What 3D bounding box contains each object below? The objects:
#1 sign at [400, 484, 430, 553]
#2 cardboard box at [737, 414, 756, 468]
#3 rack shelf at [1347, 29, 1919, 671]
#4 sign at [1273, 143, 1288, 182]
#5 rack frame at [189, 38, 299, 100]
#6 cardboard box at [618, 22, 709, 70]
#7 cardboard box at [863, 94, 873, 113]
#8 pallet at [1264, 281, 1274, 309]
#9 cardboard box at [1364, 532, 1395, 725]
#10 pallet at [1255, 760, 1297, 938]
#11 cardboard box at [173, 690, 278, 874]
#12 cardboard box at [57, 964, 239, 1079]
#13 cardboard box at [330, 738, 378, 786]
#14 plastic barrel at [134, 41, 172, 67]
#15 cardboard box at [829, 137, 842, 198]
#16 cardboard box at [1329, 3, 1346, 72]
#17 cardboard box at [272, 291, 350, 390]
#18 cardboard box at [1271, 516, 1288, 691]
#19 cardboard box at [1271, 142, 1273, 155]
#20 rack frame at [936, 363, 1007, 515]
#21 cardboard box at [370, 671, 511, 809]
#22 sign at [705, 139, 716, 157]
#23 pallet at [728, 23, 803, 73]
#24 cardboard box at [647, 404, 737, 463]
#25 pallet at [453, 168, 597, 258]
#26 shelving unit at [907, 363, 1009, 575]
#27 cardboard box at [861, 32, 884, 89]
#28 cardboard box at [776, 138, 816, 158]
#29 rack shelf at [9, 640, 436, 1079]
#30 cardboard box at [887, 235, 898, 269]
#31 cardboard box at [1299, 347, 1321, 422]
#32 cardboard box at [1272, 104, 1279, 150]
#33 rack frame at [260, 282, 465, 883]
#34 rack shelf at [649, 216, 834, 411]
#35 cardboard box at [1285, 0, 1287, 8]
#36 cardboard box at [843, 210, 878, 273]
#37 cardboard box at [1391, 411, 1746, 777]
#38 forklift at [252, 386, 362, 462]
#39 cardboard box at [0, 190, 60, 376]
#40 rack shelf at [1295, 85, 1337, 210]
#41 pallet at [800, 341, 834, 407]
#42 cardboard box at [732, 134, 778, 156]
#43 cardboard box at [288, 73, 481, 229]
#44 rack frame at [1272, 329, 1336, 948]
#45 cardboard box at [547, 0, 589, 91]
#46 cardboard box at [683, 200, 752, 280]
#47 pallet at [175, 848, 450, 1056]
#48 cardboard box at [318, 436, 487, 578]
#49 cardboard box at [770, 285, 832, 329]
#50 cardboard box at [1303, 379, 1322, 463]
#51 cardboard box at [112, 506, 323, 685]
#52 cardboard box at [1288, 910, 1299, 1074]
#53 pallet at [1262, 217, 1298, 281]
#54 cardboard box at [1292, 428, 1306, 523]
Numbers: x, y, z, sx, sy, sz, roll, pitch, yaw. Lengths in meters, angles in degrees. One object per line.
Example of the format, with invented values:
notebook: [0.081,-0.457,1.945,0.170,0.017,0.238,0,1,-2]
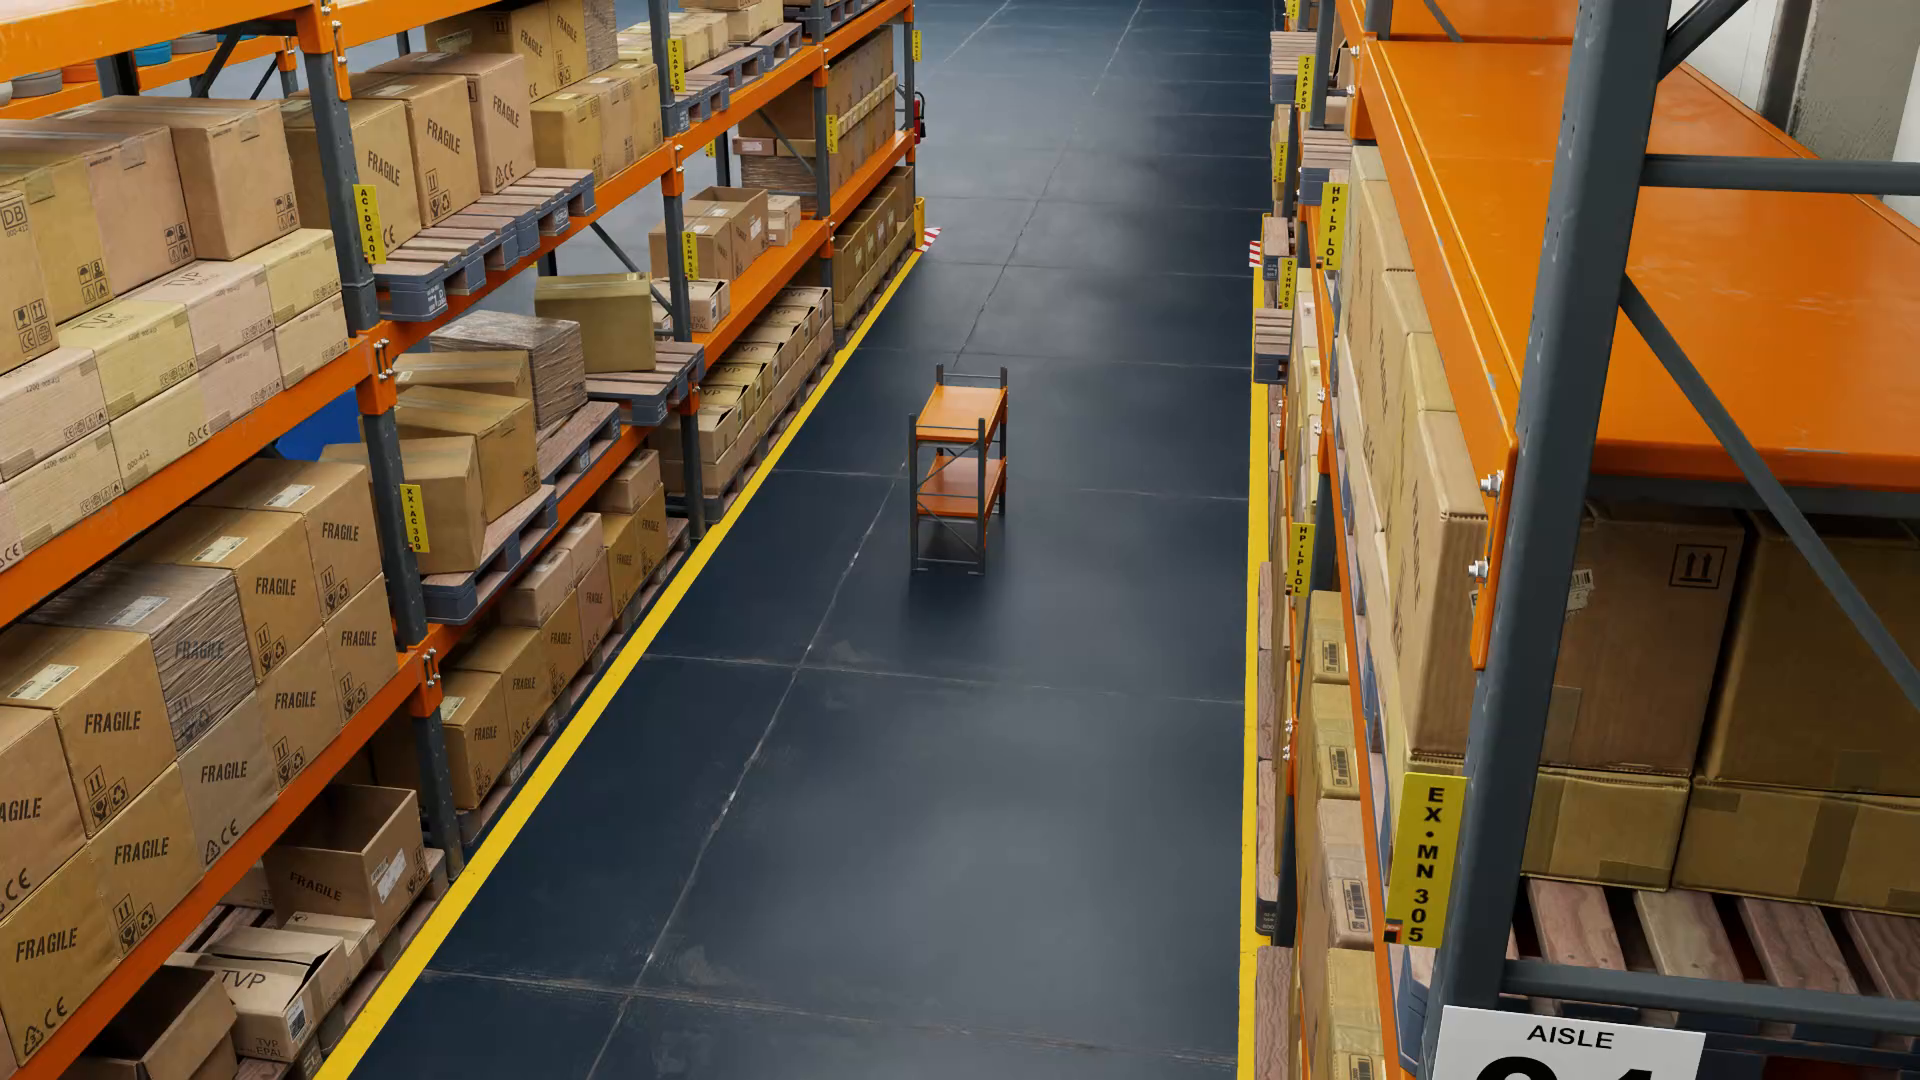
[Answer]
sign: [-2.427,-0.095,7.393,0.100,0.325,0.005,4,25,9]
cardboard box: [-1.854,-0.764,12.592,0.500,0.250,0.500,3,25,7]
rack shelf: [1.597,-0.769,4.099,1.077,0.370,4.000,4,25,9]
sign: [2.695,-3.168,13.958,0.100,0.325,0.005,4,25,9]
rack frame: [-6.543,-3.428,15.535,1.000,3.000,0.127,4,25,9]
cardboard box: [-2.119,-3.543,11.925,0.500,0.250,0.500,4,25,7]
cardboard box: [-1.087,-4.380,16.687,0.380,0.149,0.250,5,25,10]
pallet: [3.503,-2.274,16.358,1.003,0.211,1.213,4,25,9]
cardboard box: [1.212,0.209,3.791,0.500,0.250,0.500,3,25,7]
pallet: [1.975,1.540,8.212,1.003,0.211,1.213,4,25,9]
cardboard box: [-2.957,0.875,6.224,0.500,0.500,0.500,5,25,10]
cardboard box: [-3.266,1.980,6.407,0.797,0.503,0.637,4,25,9]
cardboard box: [-3.166,0.969,8.570,0.500,0.500,0.500,4,25,8]
plastic barrel: [-6.625,-4.239,13.137,0.600,0.901,0.708,4,25,9]
cardboard box: [-1.510,-3.535,15.647,0.700,0.500,0.500,4,25,8]
cardboard box: [2.861,-3.596,11.744,0.500,0.500,0.500,3,25,7]
cardboard box: [-2.781,-0.806,6.572,0.500,0.250,0.500,4,25,9]
cardboard box: [2.178,0.379,9.442,0.750,0.750,0.750,4,25,8]
cardboard box: [3.421,-3.955,16.815,0.500,0.250,0.500,3,25,7]
rack frame: [0.082,-0.719,11.960,0.500,1.125,0.032,4,25,9]
cardboard box: [-2.645,1.010,8.483,0.500,0.500,0.500,3,25,6]
sign: [-2.204,-3.549,14.679,0.100,0.325,0.005,4,25,9]
pallet: [-1.788,-3.985,13.413,0.805,0.209,1.217,3,25,6]
cardboard box: [-1.935,-0.808,12.024,0.500,0.311,0.500,5,26,10]
pallet: [-2.622,-1.712,8.554,1.213,0.211,1.003,4,25,9]
shelving unit: [-0.001,-0.507,11.505,0.538,1.125,1.048,4,25,9]
cardboard box: [-1.181,-4.952,17.143,0.700,0.500,0.500,3,25,7]
cardboard box: [-1.422,-3.521,14.851,0.380,0.149,0.250,4,25,8]
rack shelf: [-3.291,1.425,6.016,1.077,0.370,4.000,4,25,9]
cardboard box: [-0.949,-3.037,17.448,0.500,0.250,0.500,4,25,9]
cardboard box: [2.007,-0.777,8.495,0.500,0.250,0.500,4,25,7]
cardboard box: [3.329,-4.095,16.228,0.500,0.500,0.500,3,25,7]
rack frame: [-2.964,0.263,7.650,1.000,3.000,0.127,4,25,9]
rack shelf: [-1.983,-1.921,13.164,1.077,0.370,4.000,4,25,9]
cardboard box: [3.461,-5.483,16.245,0.500,0.500,0.500,6,26,12]
cardboard box: [-1.109,-2.958,16.395,0.500,0.500,0.500,4,25,9]
cardboard box: [1.120,0.087,3.167,0.500,0.500,0.500,4,25,8]
forklift: [-5.390,-1.273,11.013,3.031,2.935,1.130,-20,32,-37]
cardboard box: [-3.235,-0.759,4.998,0.700,0.500,0.500,4,25,9]
rack shelf: [2.904,-2.938,11.798,1.077,0.370,4.000,4,25,9]
pallet: [-1.738,-1.509,14.725,1.003,0.211,1.213,4,25,9]
cardboard box: [-1.823,-3.551,14.914,0.380,0.149,0.250,4,25,8]
cardboard box: [-2.722,-1.863,7.923,0.600,0.600,0.600,4,25,8]
rack frame: [1.924,0.605,6.920,1.000,3.000,0.127,4,25,9]
cardboard box: [-2.471,-2.871,9.511,0.500,0.500,0.500,4,25,9]
cardboard box: [-1.966,-2.378,13.175,0.500,0.500,0.500,4,25,9]
pallet: [-3.077,1.813,7.628,1.003,0.211,1.213,4,25,9]
cardboard box: [-2.666,-0.155,7.930,0.700,0.500,0.500,-4,25,-9]
cardboard box: [-1.440,-2.093,14.769,0.500,0.311,0.500,4,25,9]
cardboard box: [1.924,-0.564,8.039,0.500,0.250,0.500,5,25,10]
cardboard box: [-2.872,0.209,6.469,0.500,0.500,0.500,4,25,8]
cardboard box: [1.700,1.852,6.708,0.700,0.500,0.500,4,25,9]
pallet: [2.963,-2.345,13.448,1.003,0.211,1.213,4,25,9]
cardboard box: [1.915,-0.219,8.186,0.500,0.500,0.500,4,25,9]
